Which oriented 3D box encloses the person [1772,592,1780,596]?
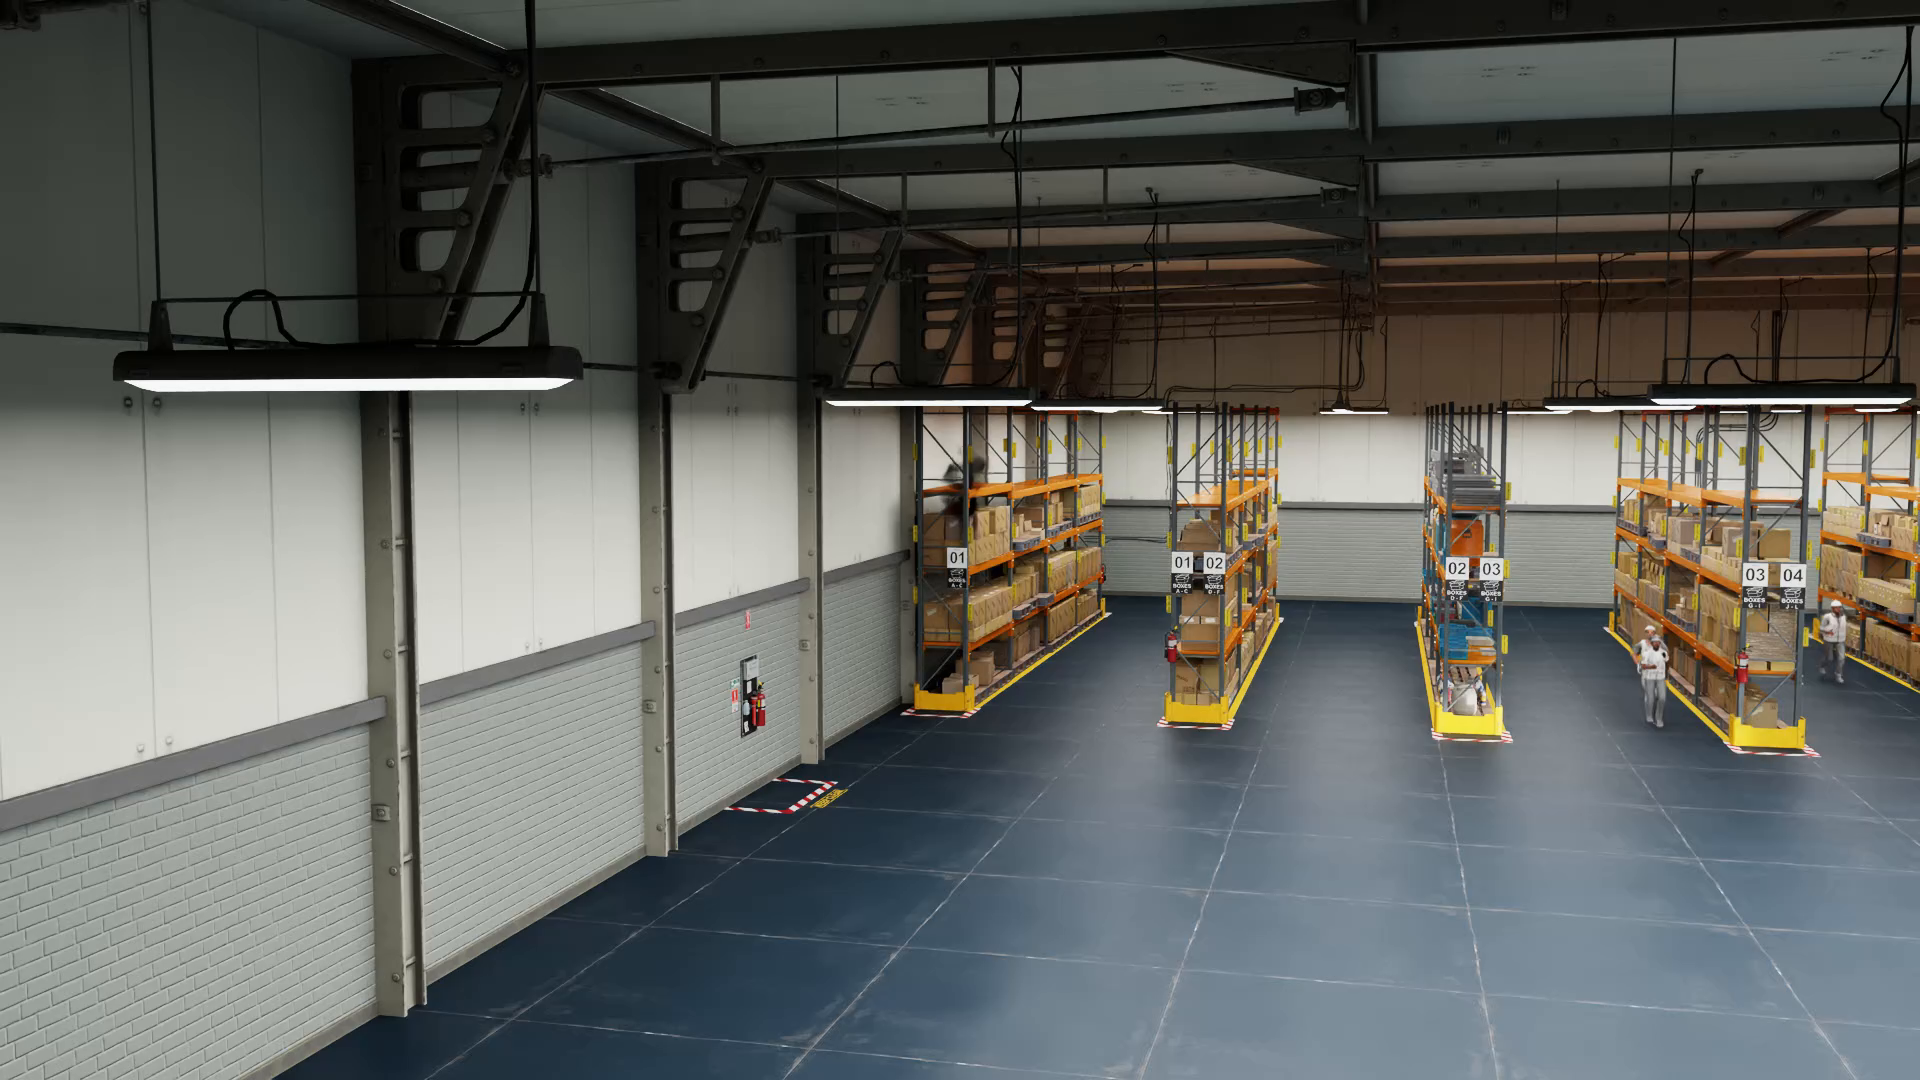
[{"bbox_3d":[20.683,1.755,42.166,0.648,1.687,0.663,1,4,16],"label":"person"}]

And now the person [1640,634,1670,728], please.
[{"bbox_3d":[12.884,2.614,30.783,0.553,1.736,0.681,1,4,13],"label":"person"}]

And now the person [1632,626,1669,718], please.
[{"bbox_3d":[13.194,2.509,31.773,0.651,1.758,0.635,1,4,17],"label":"person"}]

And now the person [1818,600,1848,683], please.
[{"bbox_3d":[18.955,2.176,36.083,0.646,1.762,0.927,0,4,5],"label":"person"}]
